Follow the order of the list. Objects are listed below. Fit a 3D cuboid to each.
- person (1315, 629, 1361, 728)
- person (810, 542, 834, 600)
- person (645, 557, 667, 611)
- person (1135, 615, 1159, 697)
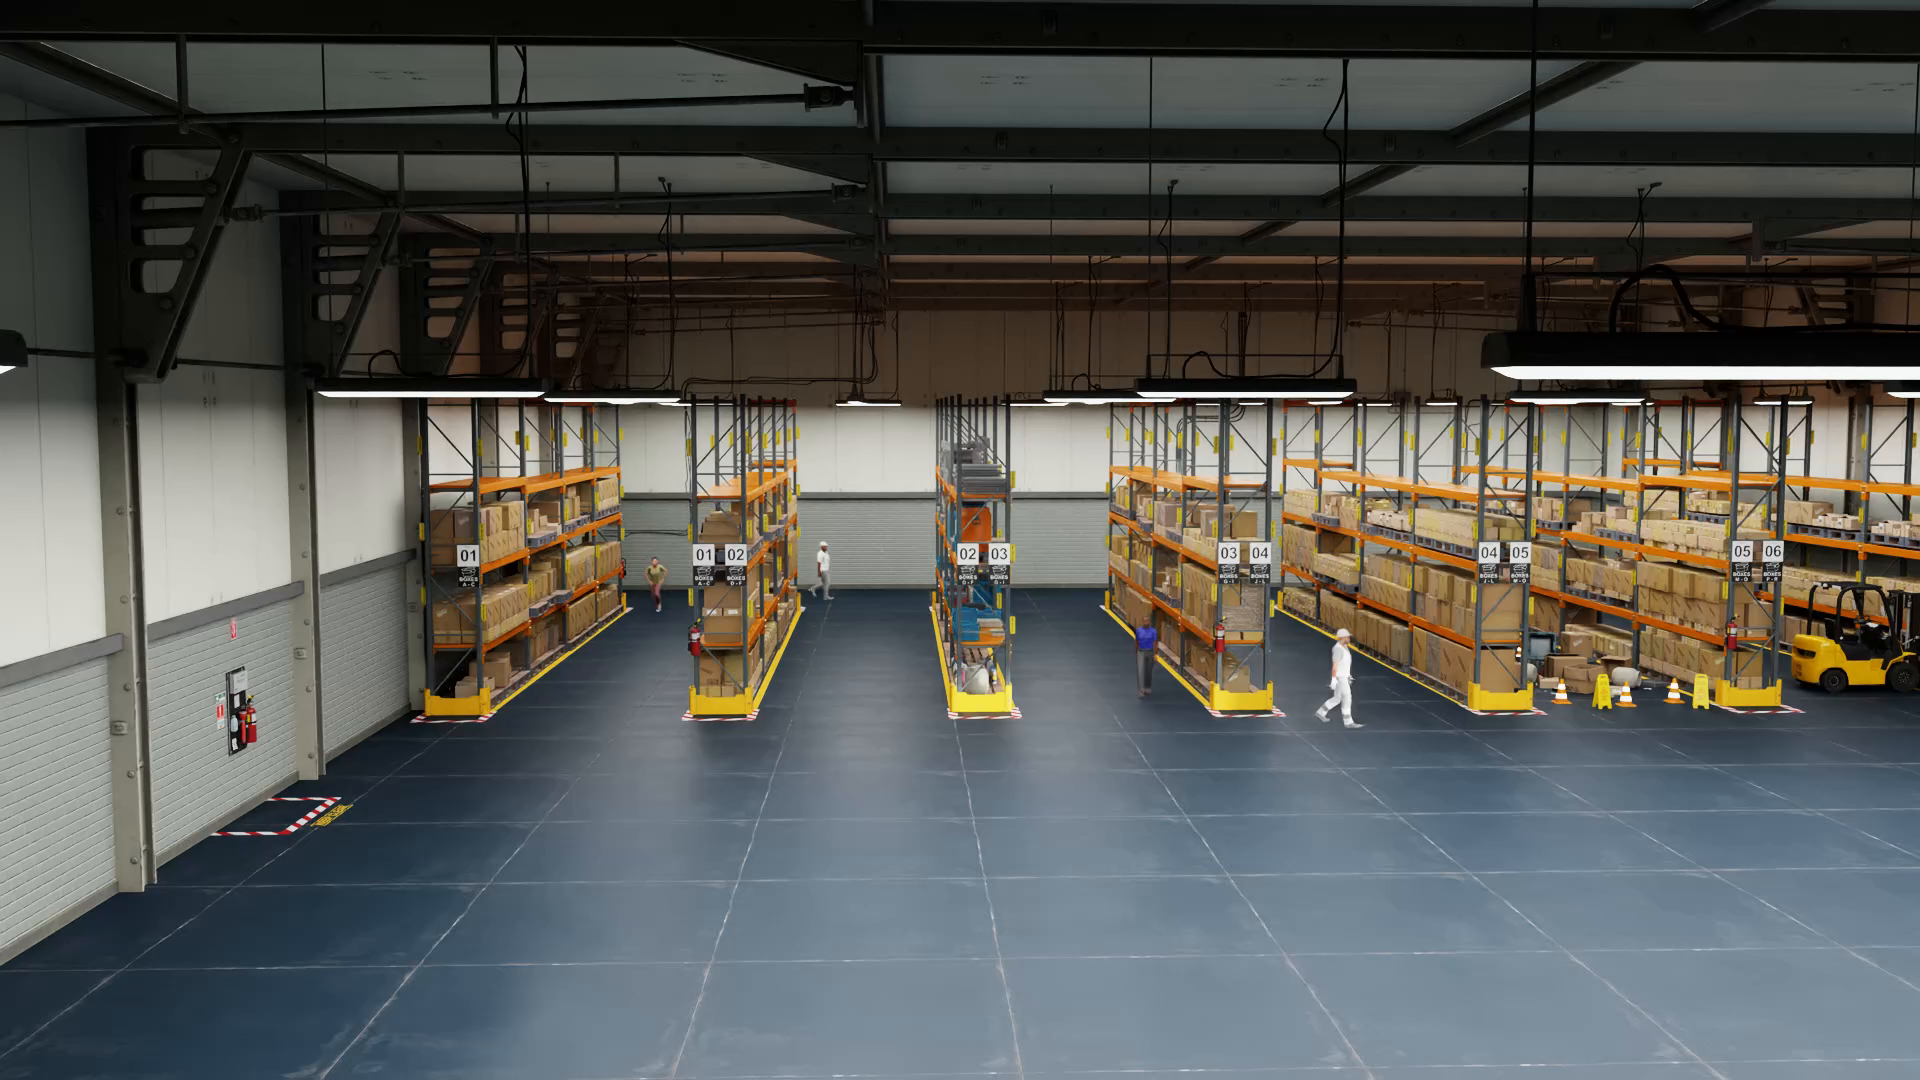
[{"bbox_3d":[6.844,2.455,30.003,0.809,1.717,0.583,2,5,20],"label":"person"},{"bbox_3d":[-4.147,0.915,49.820,0.741,1.747,0.539,0,4,-2],"label":"person"},{"bbox_3d":[-8.572,1.247,46.917,0.565,1.578,0.690,1,5,7],"label":"person"},{"bbox_3d":[3.713,2.303,33.040,0.457,1.596,0.938,0,5,5],"label":"person"}]
